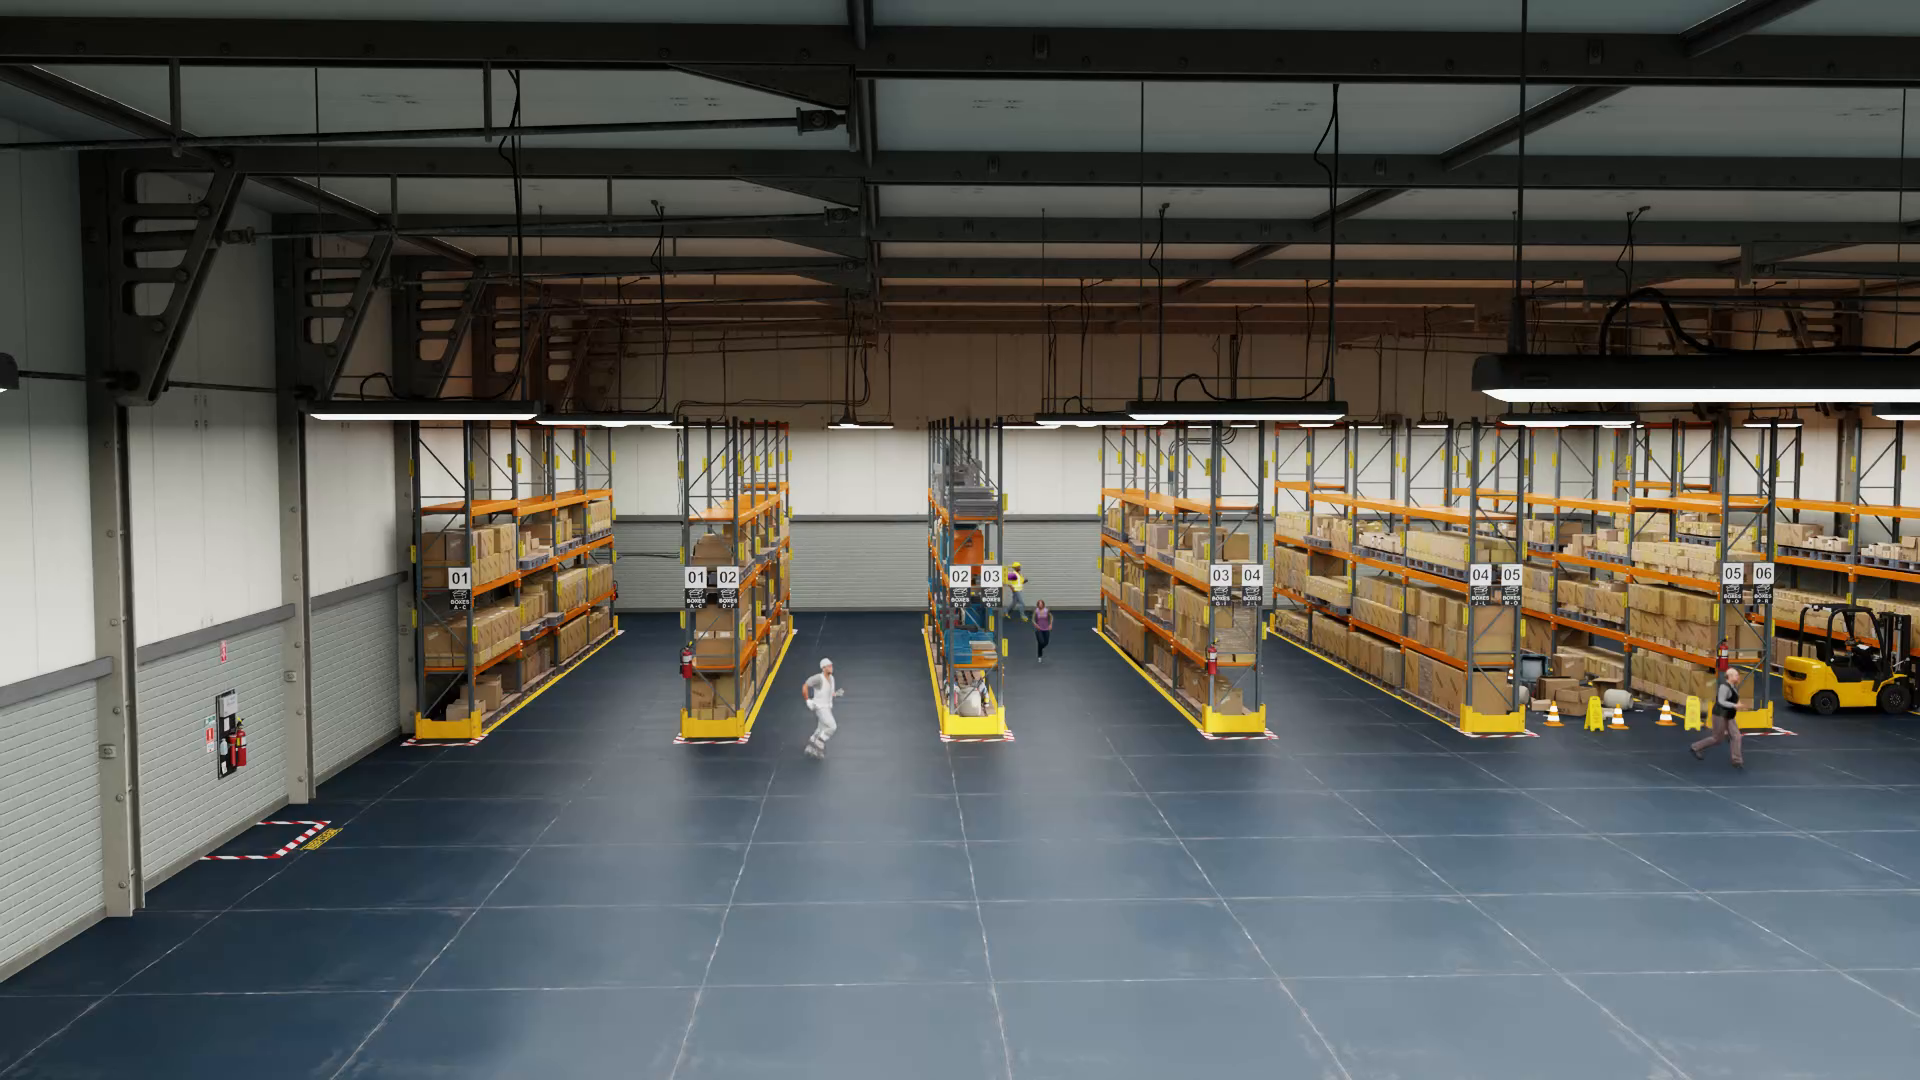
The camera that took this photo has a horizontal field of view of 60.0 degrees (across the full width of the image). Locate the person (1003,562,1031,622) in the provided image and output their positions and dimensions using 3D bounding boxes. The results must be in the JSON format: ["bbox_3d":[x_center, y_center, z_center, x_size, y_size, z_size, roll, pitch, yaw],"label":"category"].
[{"bbox_3d":[1.715,1.554,50.027,0.944,1.777,0.693,1,4,15],"label":"person"}]

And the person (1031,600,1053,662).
[{"bbox_3d":[2.046,2.257,41.344,0.560,1.558,0.605,0,4,-3],"label":"person"}]

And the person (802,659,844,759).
[{"bbox_3d":[-2.376,2.941,28.996,0.735,1.751,0.647,2,4,26],"label":"person"}]

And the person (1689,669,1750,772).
[{"bbox_3d":[12.950,3.038,28.292,0.981,1.735,0.691,3,5,41],"label":"person"}]
